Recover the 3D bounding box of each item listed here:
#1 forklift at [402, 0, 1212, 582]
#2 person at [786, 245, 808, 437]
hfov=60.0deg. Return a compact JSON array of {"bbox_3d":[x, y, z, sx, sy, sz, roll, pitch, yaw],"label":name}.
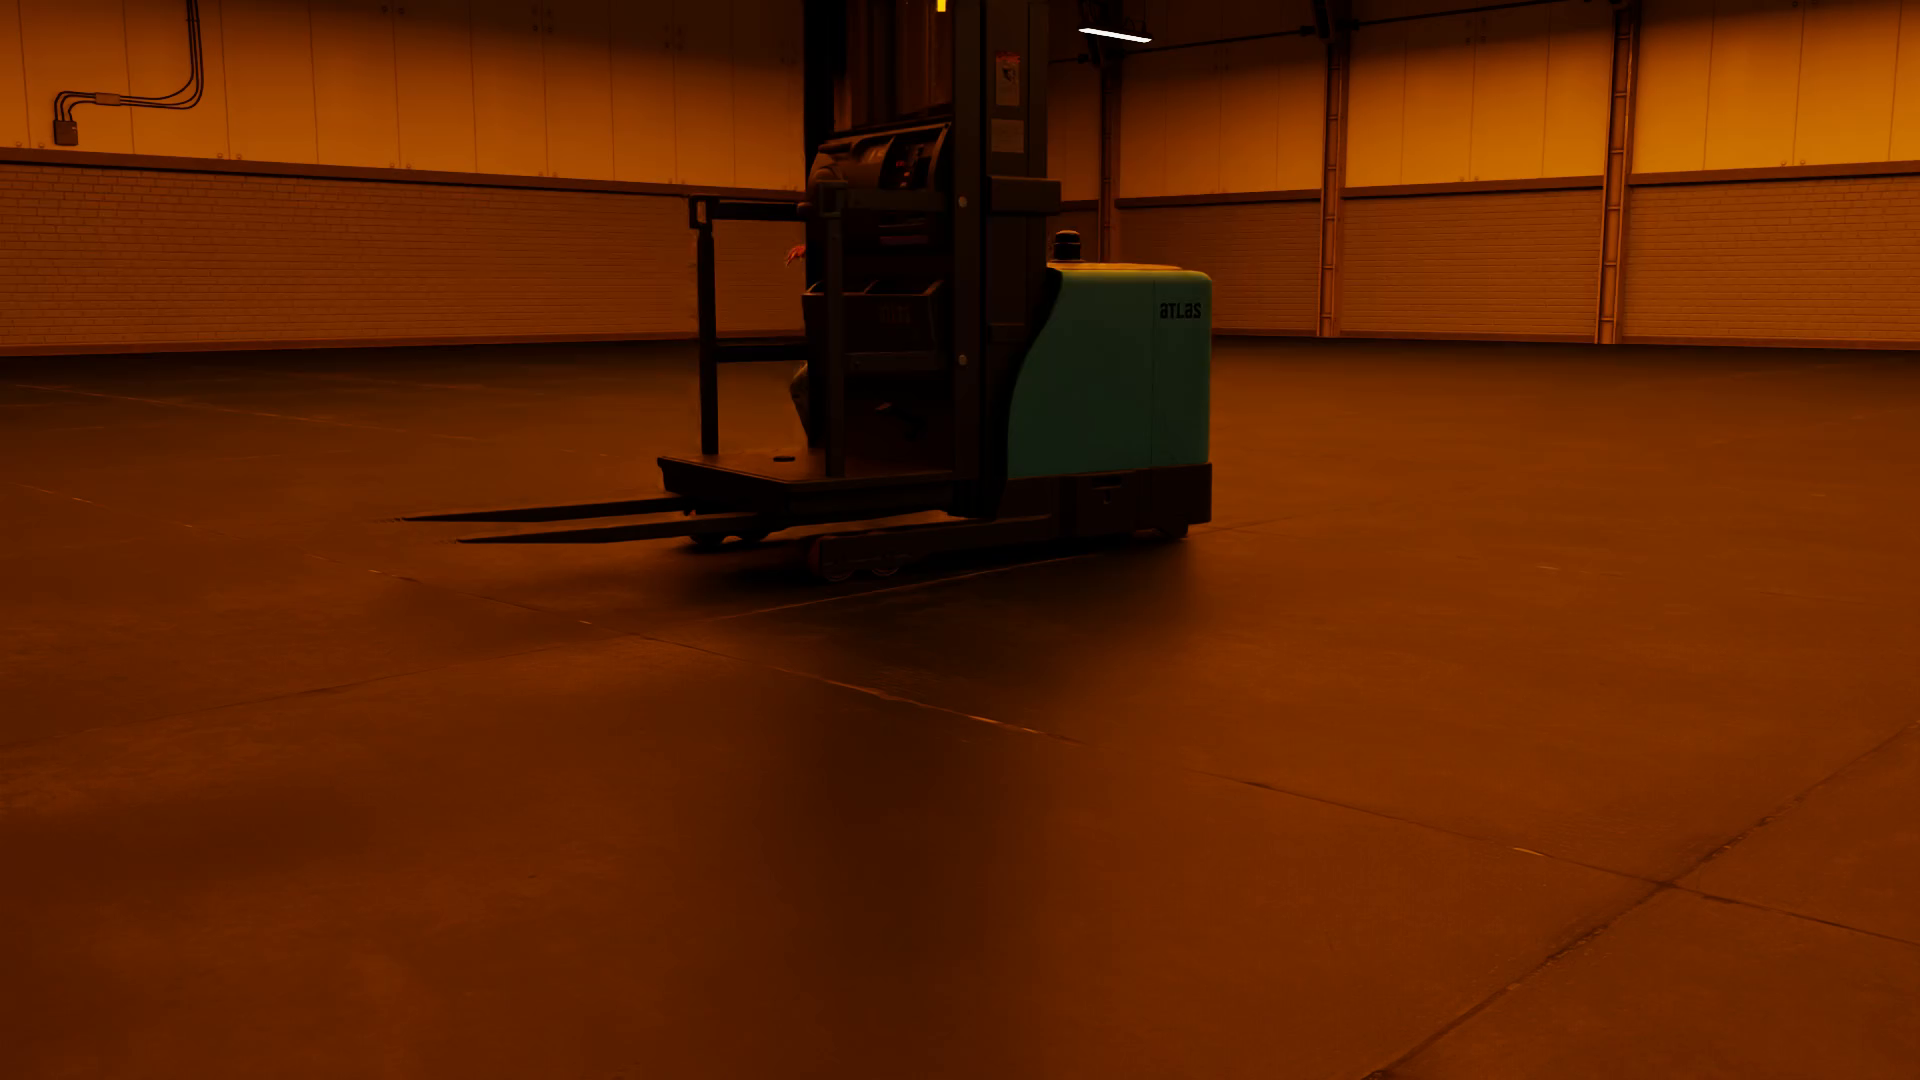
[{"bbox_3d":[-0.488,-1.393,6.121,3.031,2.935,1.130,-6,10,-34],"label":"forklift"},{"bbox_3d":[-0.504,-0.947,8.113,0.974,1.501,0.839,4,9,24],"label":"person"}]
